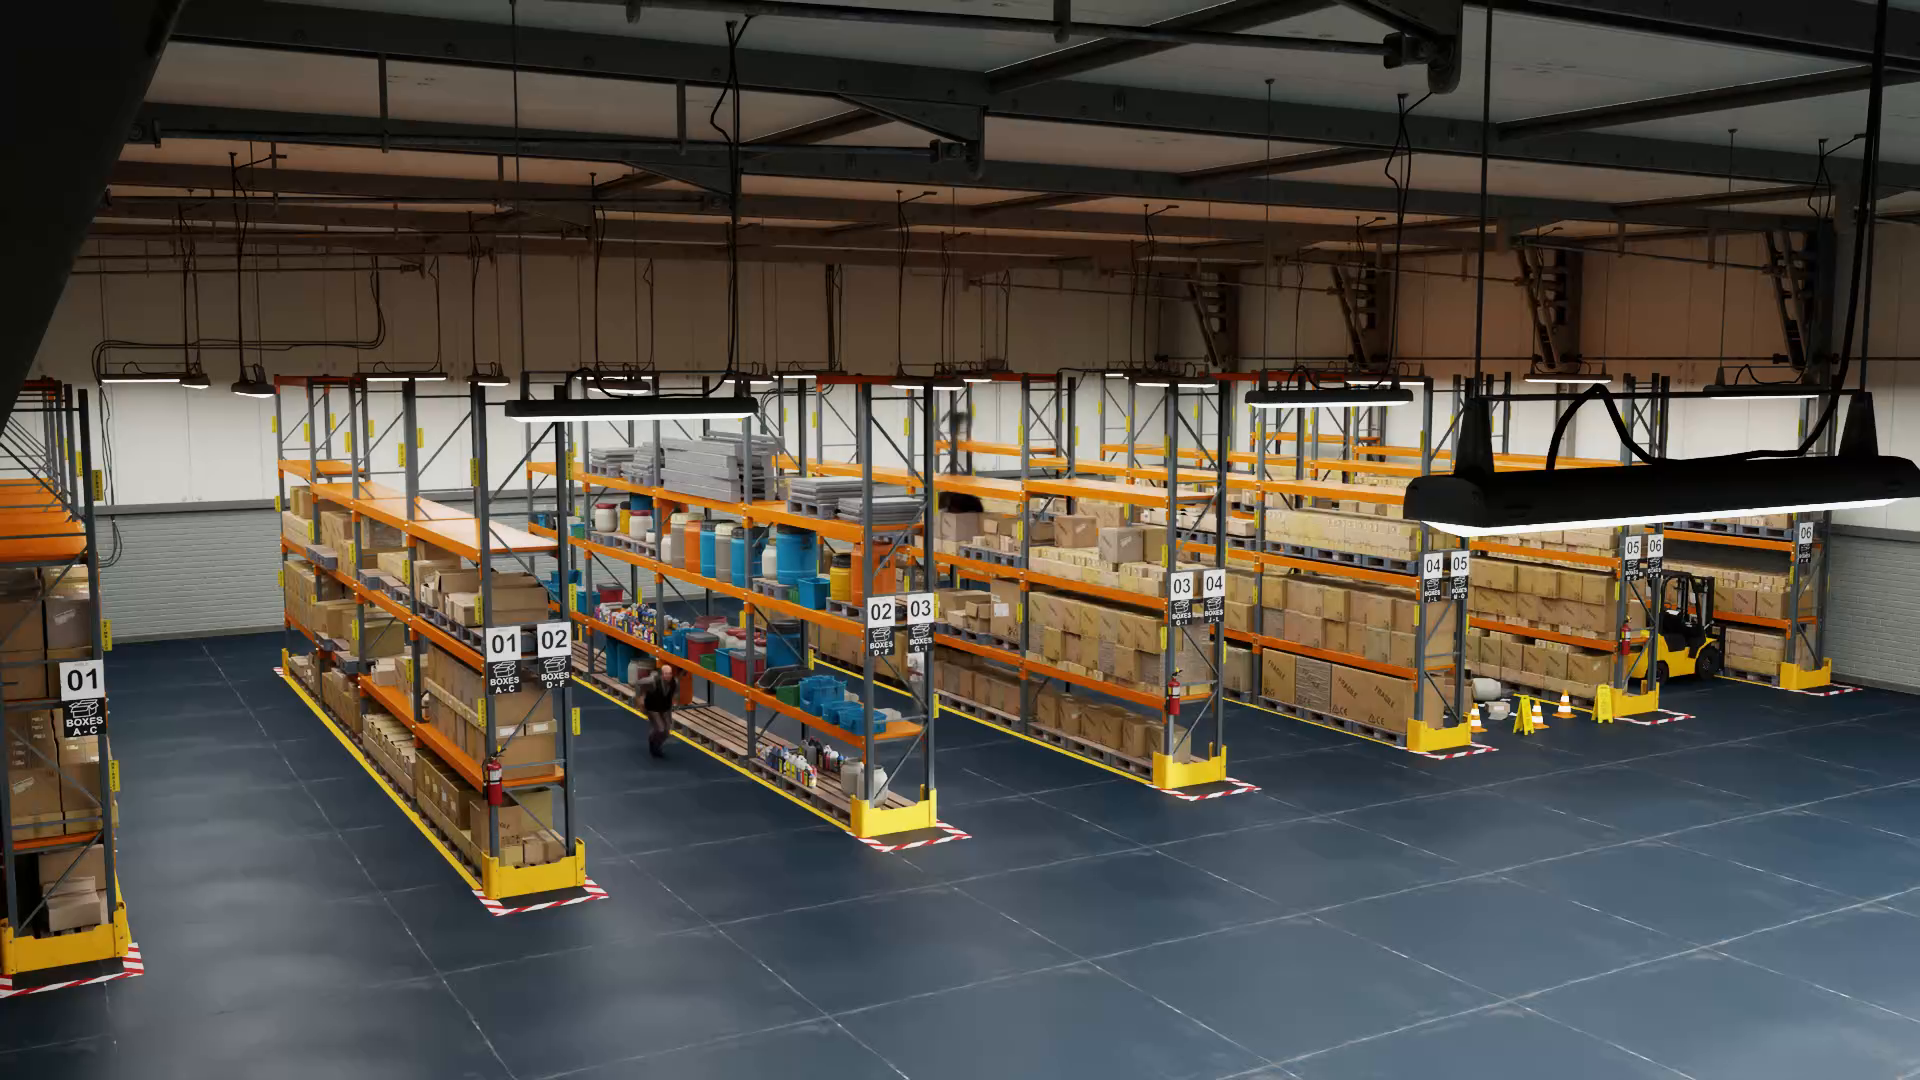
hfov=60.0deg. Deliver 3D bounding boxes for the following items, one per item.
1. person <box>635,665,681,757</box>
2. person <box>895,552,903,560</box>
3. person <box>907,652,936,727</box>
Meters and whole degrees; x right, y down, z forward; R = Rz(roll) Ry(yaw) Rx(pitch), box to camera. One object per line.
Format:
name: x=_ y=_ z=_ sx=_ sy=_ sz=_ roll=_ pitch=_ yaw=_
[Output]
person: x=-4.746 y=2.702 z=26.174 sx=0.685 sy=1.549 sz=0.868 roll=-4 pitch=8 yaw=-34
person: x=-1.425 y=1.093 z=40.230 sx=0.627 sy=1.718 sz=0.860 roll=0 pitch=6 yaw=1
person: x=-0.622 y=2.408 z=28.332 sx=0.561 sy=1.662 sz=0.562 roll=-3 pitch=7 yaw=-28
